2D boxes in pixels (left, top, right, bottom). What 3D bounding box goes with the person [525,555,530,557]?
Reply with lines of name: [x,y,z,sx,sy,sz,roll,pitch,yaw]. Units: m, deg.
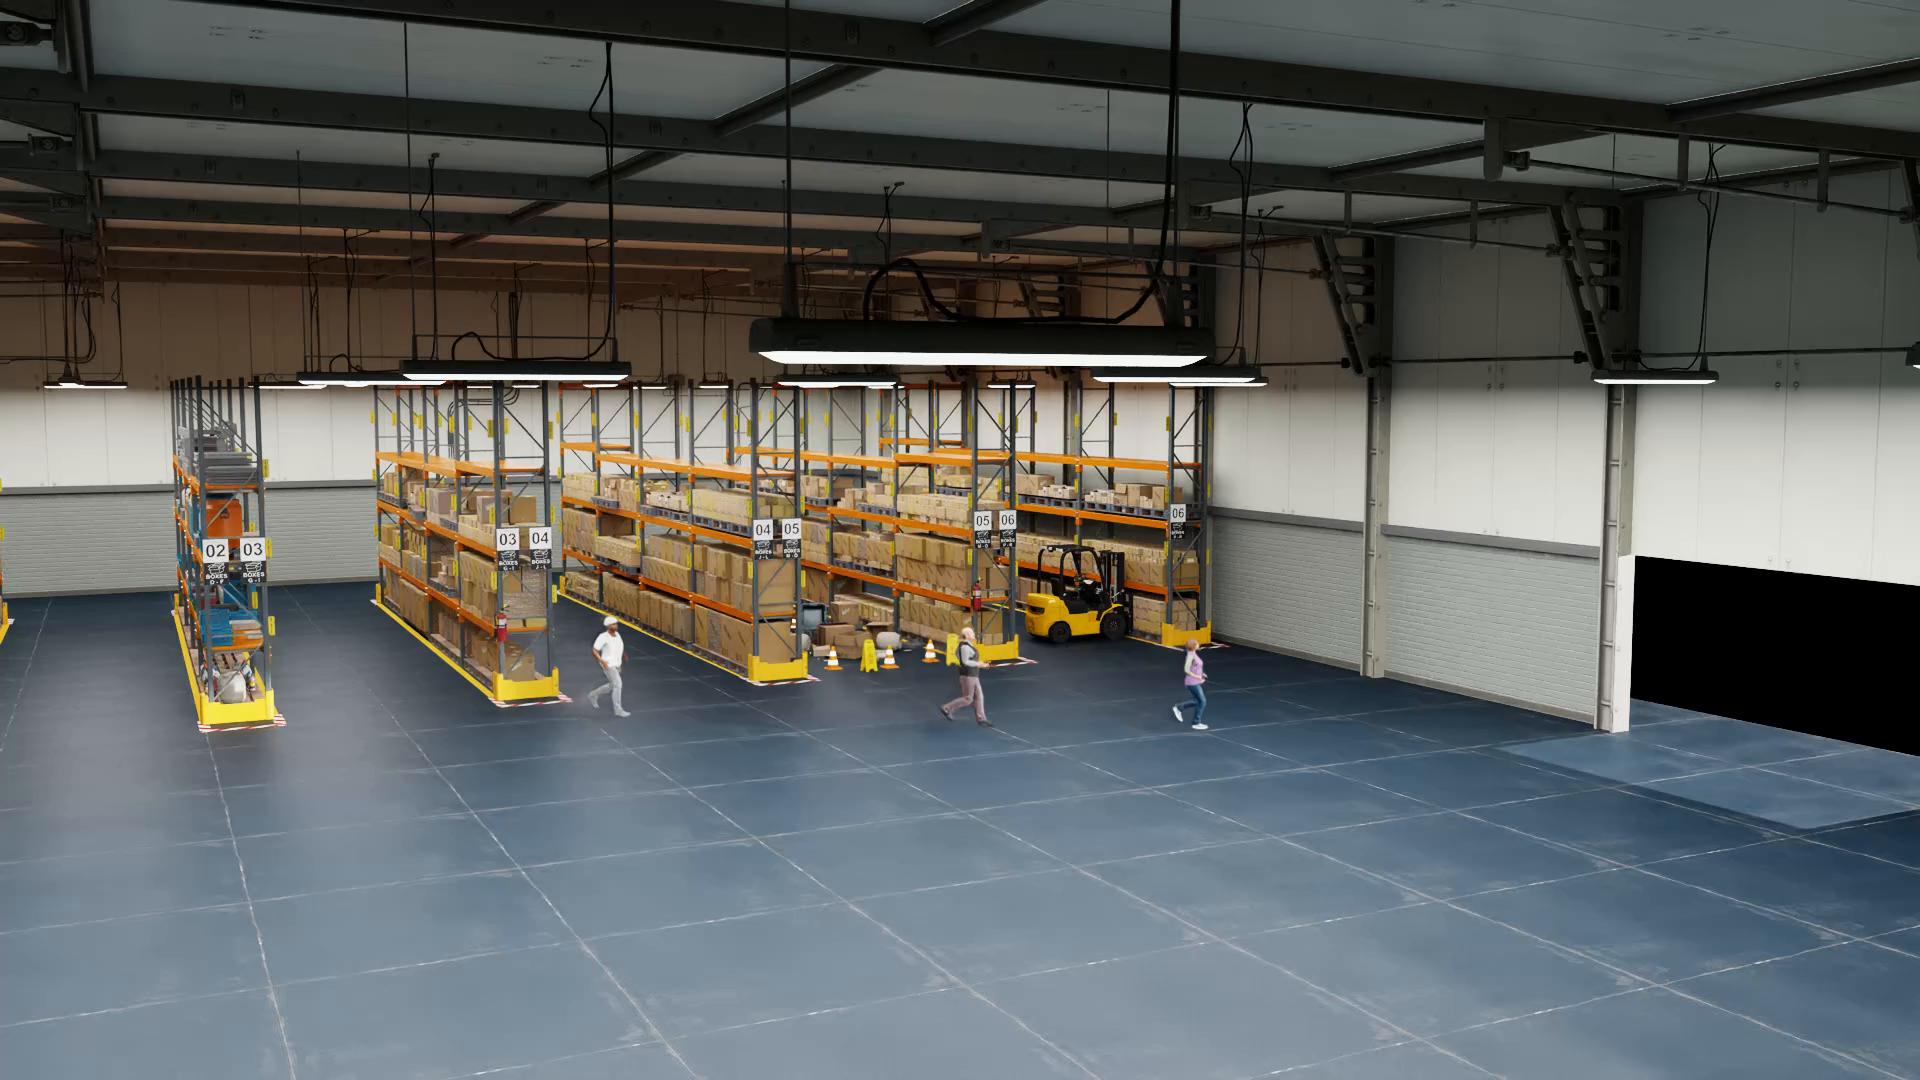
person: [-11.900,0.799,45.612,0.720,1.761,0.717,-2,6,-24]

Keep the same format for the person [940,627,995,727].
person: [0.134,2.342,28.346,0.936,1.717,0.661,0,5,4]

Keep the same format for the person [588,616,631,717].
person: [-6.203,2.215,29.381,0.878,1.760,0.709,2,5,18]

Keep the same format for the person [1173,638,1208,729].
person: [3.912,2.436,28.265,0.596,1.549,0.538,1,5,13]
